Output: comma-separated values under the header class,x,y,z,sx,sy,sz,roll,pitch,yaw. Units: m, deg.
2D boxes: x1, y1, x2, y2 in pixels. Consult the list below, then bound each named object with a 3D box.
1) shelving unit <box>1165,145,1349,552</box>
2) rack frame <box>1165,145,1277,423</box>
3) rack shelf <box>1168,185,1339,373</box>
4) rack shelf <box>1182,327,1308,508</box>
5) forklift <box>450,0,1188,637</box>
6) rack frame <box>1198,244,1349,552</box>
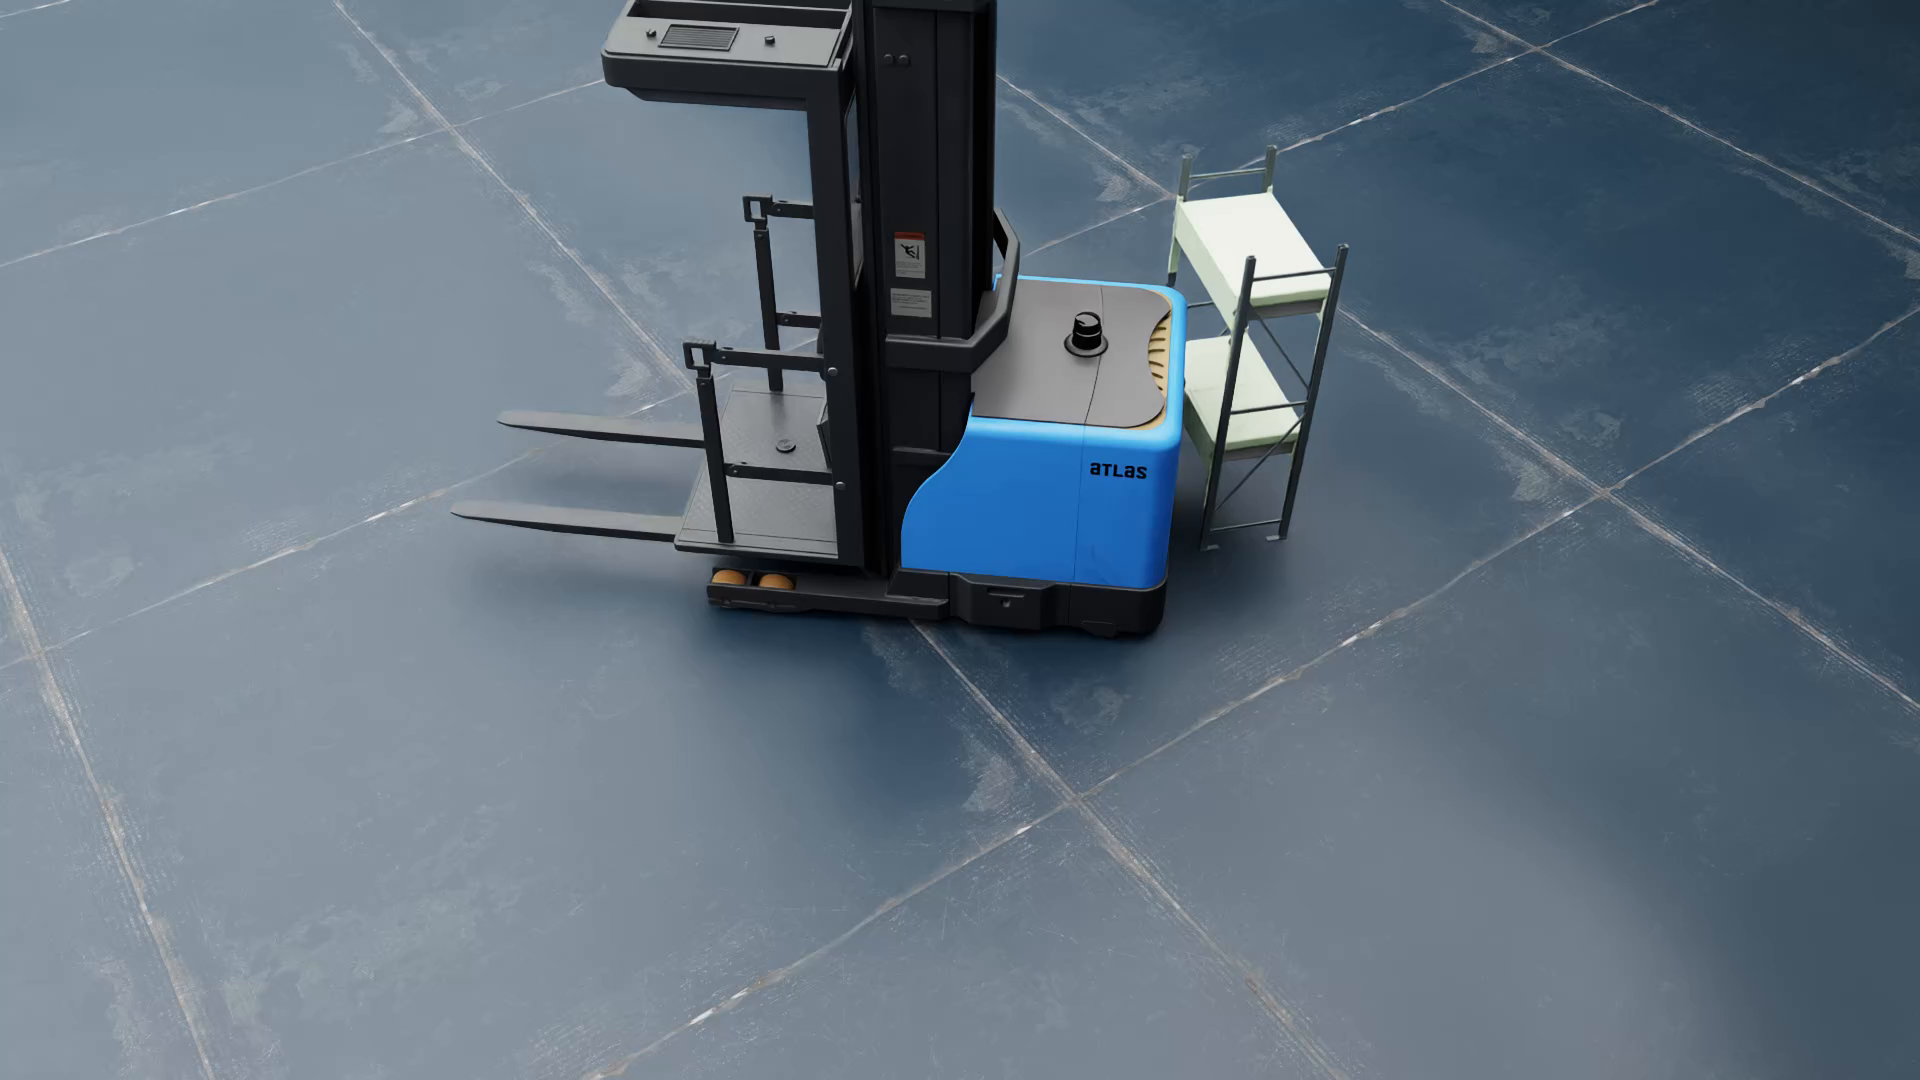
class,x,y,z,sx,sy,sz,roll,pitch,yaw
shelving unit,1.157,-0.775,6.959,0.431,1.500,0.755,-8,44,-10
rack frame,1.072,-1.021,7.217,0.400,1.500,0.023,-8,44,-10
rack shelf,1.165,-1.058,6.691,0.431,0.370,0.720,-8,44,-10
rack shelf,1.150,-0.538,7.183,0.431,0.370,0.720,-8,44,-10
forklift,-0.619,-1.114,6.286,3.031,2.935,1.130,5,44,5
rack frame,1.241,-0.529,6.702,0.400,1.500,0.023,-8,44,-10
